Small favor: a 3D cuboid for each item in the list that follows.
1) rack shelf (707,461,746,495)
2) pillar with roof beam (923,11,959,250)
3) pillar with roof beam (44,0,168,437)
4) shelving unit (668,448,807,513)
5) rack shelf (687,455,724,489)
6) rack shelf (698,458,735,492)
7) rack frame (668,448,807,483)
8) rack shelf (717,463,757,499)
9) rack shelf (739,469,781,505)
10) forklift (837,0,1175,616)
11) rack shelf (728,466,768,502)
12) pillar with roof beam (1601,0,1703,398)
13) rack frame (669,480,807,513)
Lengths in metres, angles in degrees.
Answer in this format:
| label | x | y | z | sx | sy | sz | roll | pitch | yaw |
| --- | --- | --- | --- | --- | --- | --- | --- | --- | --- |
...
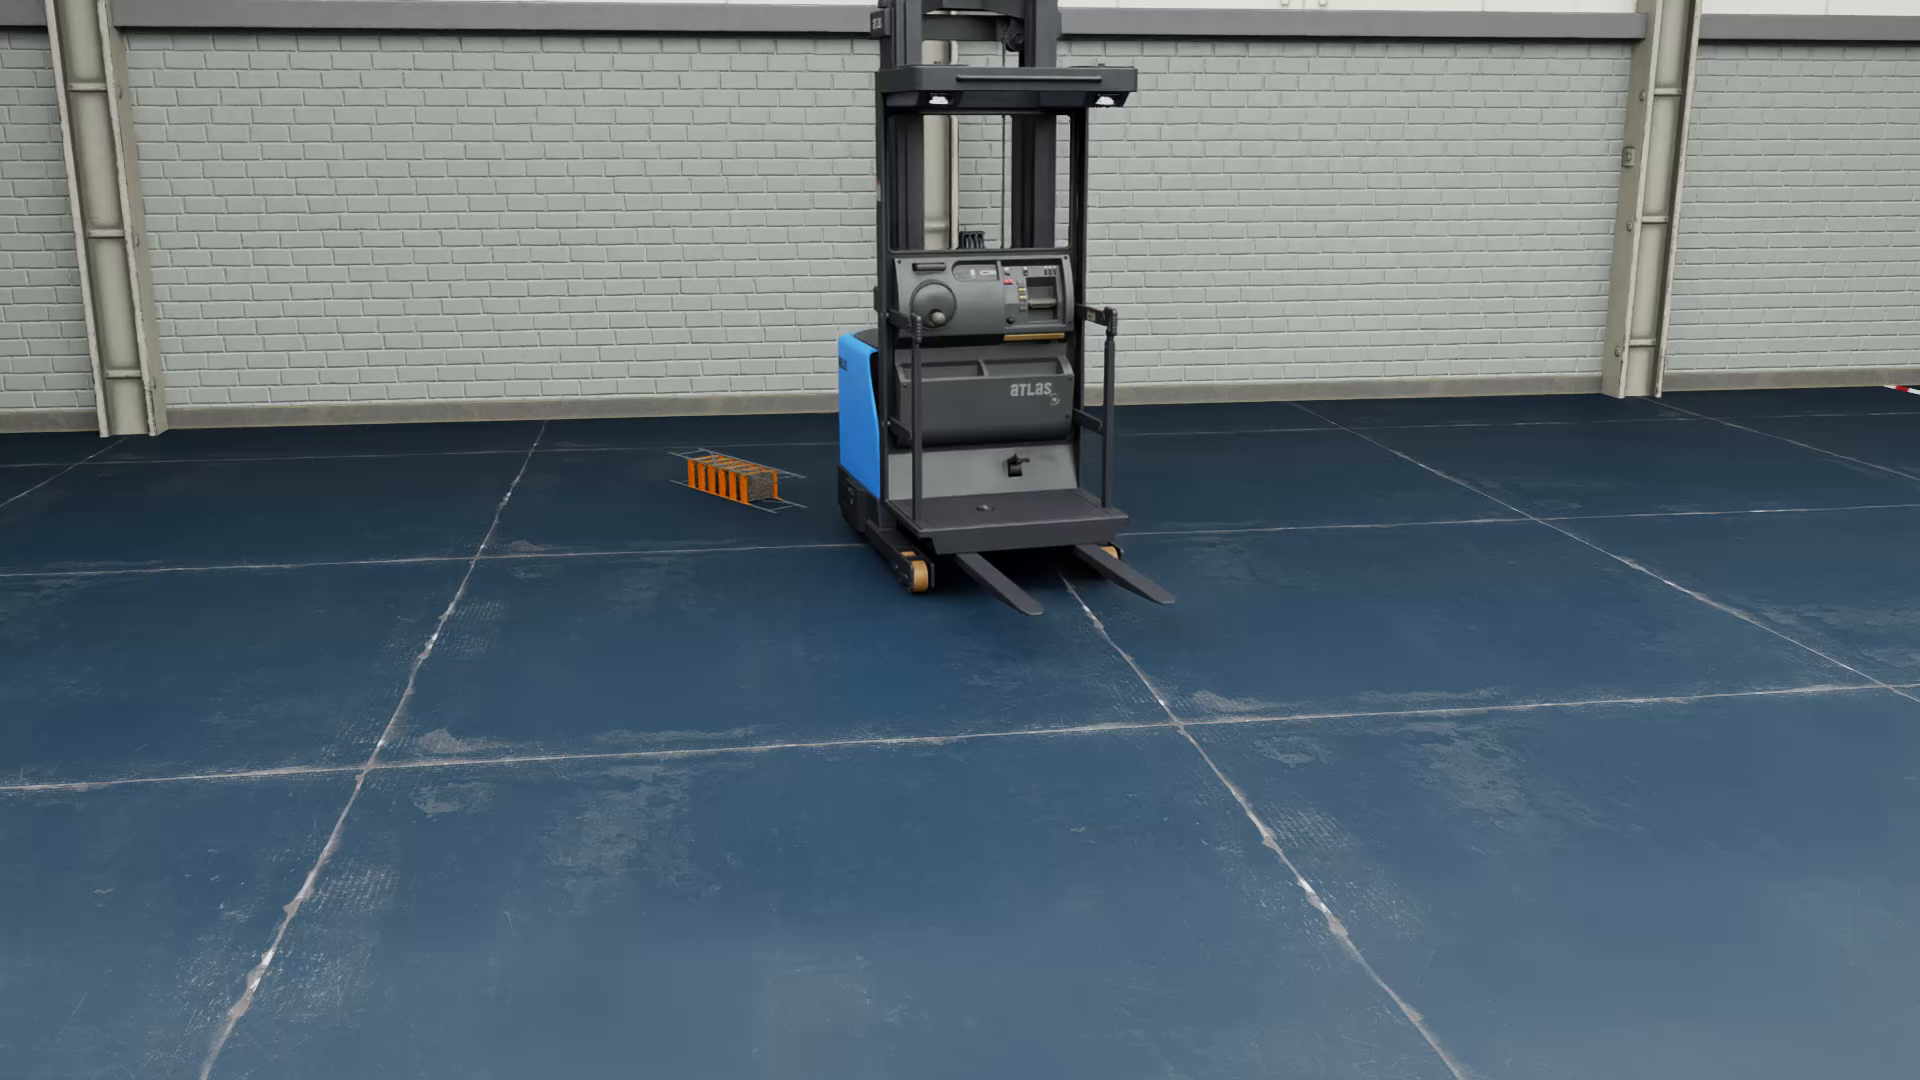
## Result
| label | x | y | z | sx | sy | sz | roll | pitch | yaw |
| --- | --- | --- | --- | --- | --- | --- | --- | --- | --- |
| rack shelf | -1.445 | -0.392 | 10.388 | 0.258 | 0.180 | 0.103 | -12 | 18 | -39 |
| pillar with roof beam | 0.413 | -4.348 | 8.061 | 0.400 | 9.000 | 9.100 | -2 | 14 | -8 |
| pillar with roof beam | -5.520 | -4.131 | 7.194 | 0.400 | 9.000 | 9.100 | -2 | 14 | -8 |
| shelving unit | -1.396 | -0.378 | 10.333 | 0.258 | 0.189 | 1.200 | -12 | 18 | -39 |
| rack shelf | -1.601 | -0.437 | 10.566 | 0.258 | 0.180 | 0.103 | -12 | 18 | -39 |
| rack shelf | -1.523 | -0.415 | 10.477 | 0.258 | 0.180 | 0.103 | -12 | 18 | -39 |
| rack frame | -1.396 | -0.467 | 10.310 | 0.240 | 0.006 | 1.200 | -12 | 18 | -39 |
| rack shelf | -1.368 | -0.370 | 10.300 | 0.258 | 0.180 | 0.103 | -12 | 18 | -39 |
| rack shelf | -1.212 | -0.326 | 10.122 | 0.258 | 0.180 | 0.103 | -12 | 18 | -39 |
| forklift | 0.189 | -1.265 | 8.241 | 1.130 | 2.935 | 3.031 | -4 | 15 | -16 |
| rack shelf | -1.290 | -0.348 | 10.211 | 0.258 | 0.180 | 0.103 | -12 | 18 | -39 |
| pillar with roof beam | 6.346 | -4.566 | 8.928 | 0.400 | 9.000 | 9.100 | -2 | 14 | -8 |
| rack frame | -1.396 | -0.290 | 10.355 | 0.240 | 0.006 | 1.200 | -12 | 18 | -39 |
